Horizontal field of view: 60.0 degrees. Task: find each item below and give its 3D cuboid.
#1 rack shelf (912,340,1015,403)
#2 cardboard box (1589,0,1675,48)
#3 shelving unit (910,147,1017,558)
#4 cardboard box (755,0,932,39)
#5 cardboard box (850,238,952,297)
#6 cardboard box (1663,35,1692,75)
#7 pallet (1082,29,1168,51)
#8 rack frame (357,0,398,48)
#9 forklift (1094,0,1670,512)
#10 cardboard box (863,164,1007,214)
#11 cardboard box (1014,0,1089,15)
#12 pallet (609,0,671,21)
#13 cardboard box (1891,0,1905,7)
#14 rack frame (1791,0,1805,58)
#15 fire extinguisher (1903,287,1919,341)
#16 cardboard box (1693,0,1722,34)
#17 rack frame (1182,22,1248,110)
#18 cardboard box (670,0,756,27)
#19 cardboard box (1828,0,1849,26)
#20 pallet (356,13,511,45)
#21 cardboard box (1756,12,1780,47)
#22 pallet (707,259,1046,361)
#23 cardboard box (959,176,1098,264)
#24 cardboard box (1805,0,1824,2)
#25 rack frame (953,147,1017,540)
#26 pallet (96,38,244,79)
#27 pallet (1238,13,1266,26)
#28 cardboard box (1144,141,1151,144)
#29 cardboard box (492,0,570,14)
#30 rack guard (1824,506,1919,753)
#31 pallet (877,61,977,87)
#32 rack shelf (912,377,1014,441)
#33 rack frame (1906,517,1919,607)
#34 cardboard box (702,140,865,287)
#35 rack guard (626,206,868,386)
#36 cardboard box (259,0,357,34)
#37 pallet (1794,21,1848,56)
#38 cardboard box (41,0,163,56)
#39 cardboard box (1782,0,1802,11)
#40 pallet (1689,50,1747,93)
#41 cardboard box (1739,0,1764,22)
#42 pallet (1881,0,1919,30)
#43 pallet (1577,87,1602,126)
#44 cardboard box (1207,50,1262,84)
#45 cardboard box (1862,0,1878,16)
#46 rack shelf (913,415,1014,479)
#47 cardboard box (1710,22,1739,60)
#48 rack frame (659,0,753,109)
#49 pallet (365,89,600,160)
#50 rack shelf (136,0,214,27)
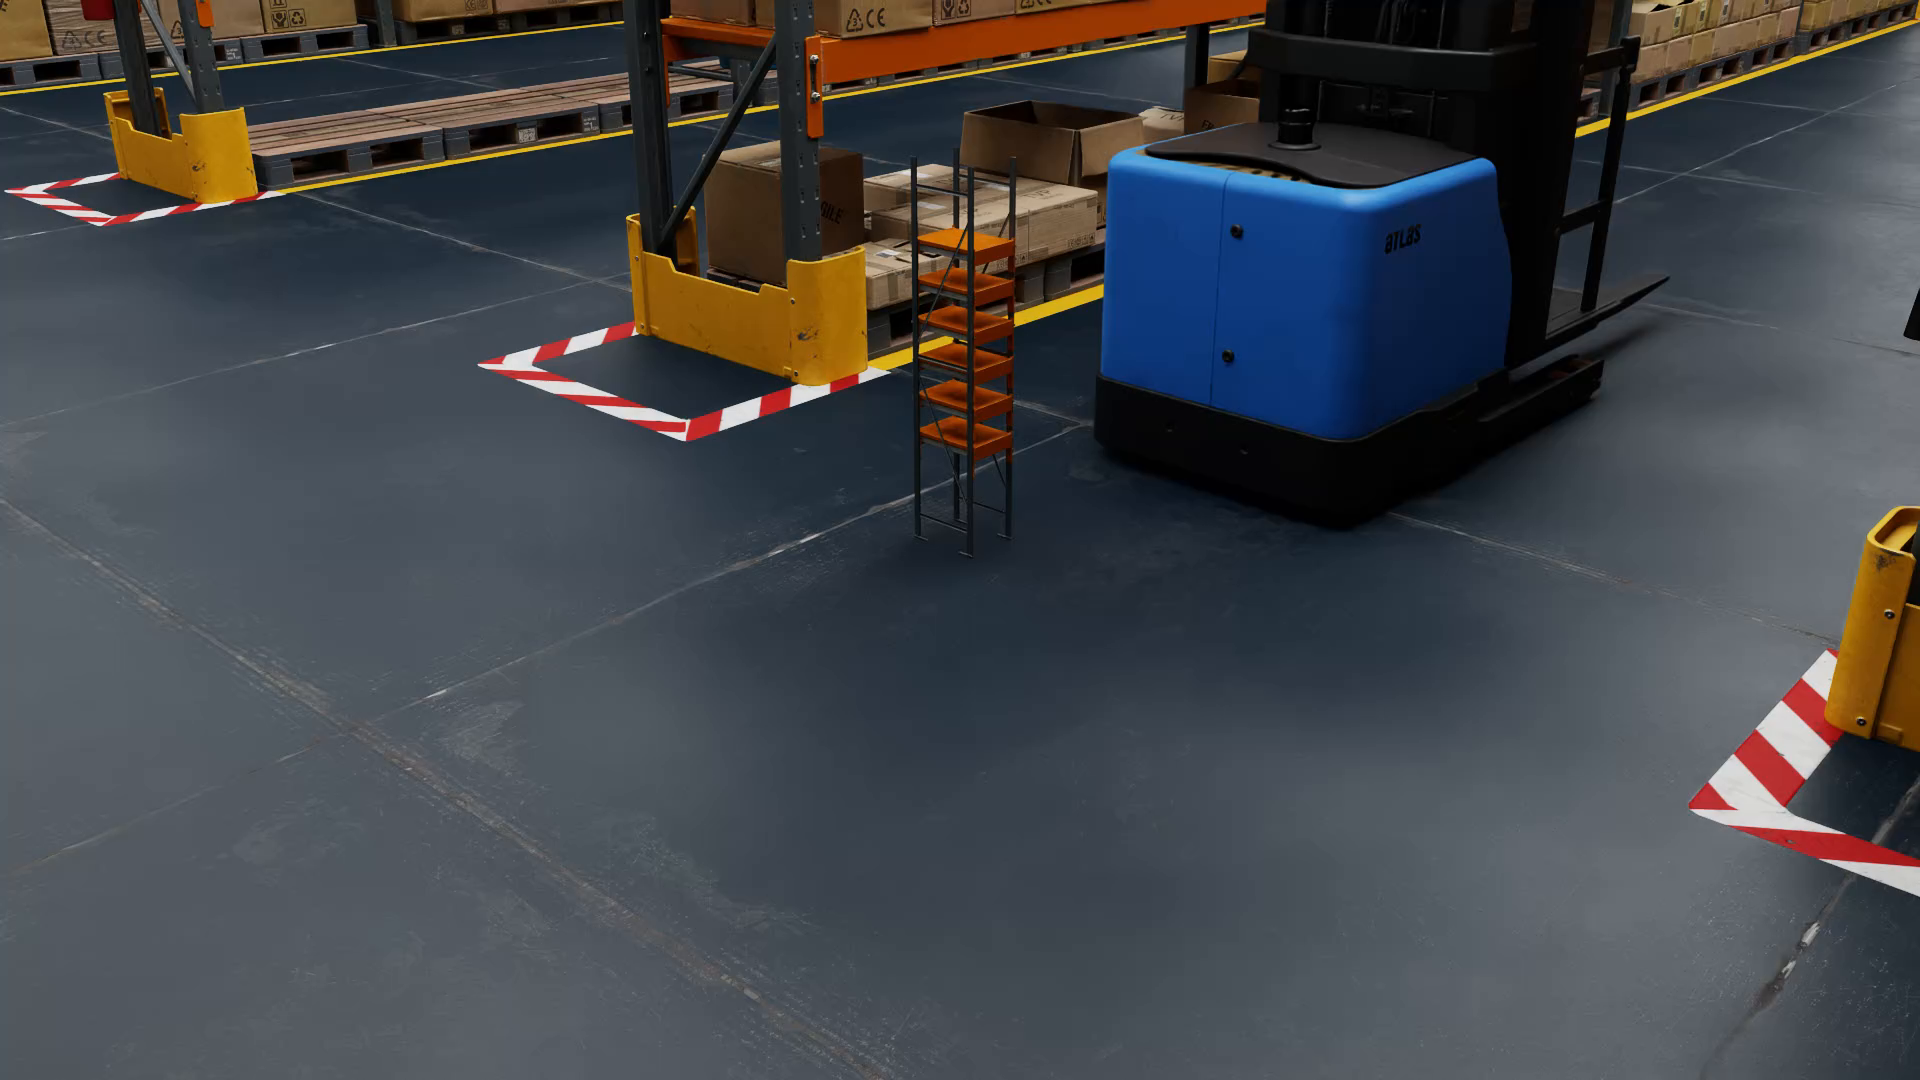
[{"bbox_3d":[0.010,-0.511,5.033,0.258,0.103,0.180,20,31,38],"label":"rack shelf"},{"bbox_3d":[4.956,-3.867,12.371,0.500,0.311,0.500,21,32,39],"label":"cardboard box"},{"bbox_3d":[0.010,-0.552,5.014,0.258,1.200,0.189,20,31,38],"label":"shelving unit"},{"bbox_3d":[-0.459,-2.266,6.516,0.500,0.500,0.500,21,32,39],"label":"cardboard box"},{"bbox_3d":[-0.250,-1.175,7.130,0.380,0.166,0.250,20,31,38],"label":"cardboard box"},{"bbox_3d":[5.290,-3.765,12.828,0.500,0.250,0.500,19,30,36],"label":"cardboard box"},{"bbox_3d":[1.247,-4.902,15.924,1.003,0.211,1.213,20,31,38],"label":"pallet"},{"bbox_3d":[-5.657,-6.082,15.149,1.000,3.000,0.127,20,31,38],"label":"rack frame"},{"bbox_3d":[1.845,-1.942,5.998,1.130,2.935,3.031,21,31,38],"label":"forklift"},{"bbox_3d":[-0.116,-1.618,8.015,0.500,0.250,0.500,20,31,38],"label":"cardboard box"},{"bbox_3d":[0.218,-2.577,7.209,0.500,0.500,0.500,20,31,37],"label":"cardboard box"},{"bbox_3d":[-3.570,-5.809,17.948,1.003,0.211,1.213,20,31,38],"label":"pallet"},{"bbox_3d":[9.264,-5.570,16.853,0.500,0.250,0.500,20,31,38],"label":"cardboard box"},{"bbox_3d":[7.057,-5.814,14.550,1.000,3.000,0.127,20,31,38],"label":"rack frame"},{"bbox_3d":[2.295,-0.681,3.652,0.296,0.674,0.183,20,31,38],"label":"fire extinguisher"},{"bbox_3d":[5.642,-4.184,13.078,0.500,0.311,0.500,19,30,36],"label":"cardboard box"},{"bbox_3d":[1.718,-3.376,9.114,1.000,3.000,0.127,20,31,38],"label":"rack frame"},{"bbox_3d":[-0.856,-2.414,6.845,0.500,0.500,0.500,21,32,39],"label":"cardboard box"},{"bbox_3d":[7.930,-4.960,15.494,0.500,0.250,0.500,20,31,38],"label":"cardboard box"},{"bbox_3d":[-5.198,-5.066,16.290,1.003,0.211,1.213,20,31,38],"label":"pallet"},{"bbox_3d":[6.657,-4.391,14.226,0.500,0.250,0.500,20,31,37],"label":"cardboard box"},{"bbox_3d":[-0.370,-1.151,7.560,1.003,0.211,1.213,20,31,38],"label":"pallet"},{"bbox_3d":[0.290,-1.497,7.744,0.500,0.250,0.500,20,31,38],"label":"cardboard box"},{"bbox_3d":[7.600,-5.149,14.998,0.500,0.500,0.500,20,31,38],"label":"cardboard box"},{"bbox_3d":[0.071,-0.580,5.077,0.240,1.200,0.006,20,31,38],"label":"rack frame"},{"bbox_3d":[-7.037,-4.226,14.418,1.003,0.211,1.213,20,31,38],"label":"pallet"},{"bbox_3d":[2.876,-5.645,17.582,1.003,0.211,1.213,20,31,38],"label":"pallet"},{"bbox_3d":[1.048,-1.871,8.504,0.500,0.311,0.500,20,31,38],"label":"cardboard box"},{"bbox_3d":[-4.649,-5.777,16.553,1.225,0.875,0.875,19,30,36],"label":"cardboard box"},{"bbox_3d":[2.724,0.342,3.877,1.175,0.500,0.348,20,31,38],"label":"rack guard"},{"bbox_3d":[-0.608,-4.055,14.035,1.003,0.211,1.213,20,31,38],"label":"pallet"},{"bbox_3d":[0.010,-0.402,5.082,0.258,0.103,0.180,20,31,38],"label":"rack shelf"},{"bbox_3d":[2.740,-0.806,3.381,1.000,3.000,0.127,20,31,38],"label":"rack frame"},{"bbox_3d":[-0.772,-1.451,7.337,0.500,0.500,0.500,20,31,38],"label":"cardboard box"},{"bbox_3d":[-0.901,-1.040,6.959,1.175,0.500,0.348,20,31,38],"label":"rack guard"},{"bbox_3d":[-6.157,-5.125,15.098,0.875,0.875,0.875,20,31,38],"label":"cardboard box"},{"bbox_3d":[7.619,-4.772,15.635,1.003,0.211,1.213,20,31,38],"label":"pallet"},{"bbox_3d":[-7.352,-4.580,13.882,0.875,0.875,0.875,20,31,38],"label":"cardboard box"},{"bbox_3d":[7.000,-4.805,14.462,0.500,0.311,0.500,20,31,38],"label":"cardboard box"},{"bbox_3d":[5.780,-3.933,13.763,1.003,0.211,1.213,20,31,38],"label":"pallet"},{"bbox_3d":[6.323,-4.493,13.767,0.500,0.311,0.500,20,31,37],"label":"cardboard box"},{"bbox_3d":[9.247,-5.516,17.293,1.003,0.211,1.213,20,31,38],"label":"pallet"},{"bbox_3d":[3.861,-3.105,11.918,1.003,0.211,1.213,20,31,38],"label":"pallet"},{"bbox_3d":[1.834,-2.665,10.045,0.500,0.500,0.500,20,31,37],"label":"cardboard box"},{"bbox_3d":[8.597,-5.265,16.174,0.500,0.250,0.500,20,31,38],"label":"cardboard box"},{"bbox_3d":[0.010,-0.292,5.131,0.258,0.103,0.180,20,31,38],"label":"rack shelf"},{"bbox_3d":[5.975,-4.081,13.533,0.500,0.250,0.500,21,32,39],"label":"cardboard box"},{"bbox_3d":[-1.968,-4.730,12.133,1.000,3.000,0.127,20,31,38],"label":"rack frame"},{"bbox_3d":[-3.244,-2.849,11.347,1.003,0.211,1.213,20,31,38],"label":"pallet"},{"bbox_3d":[-3.303,-3.792,10.921,1.077,0.370,4.000,20,31,38],"label":"rack shelf"}]
